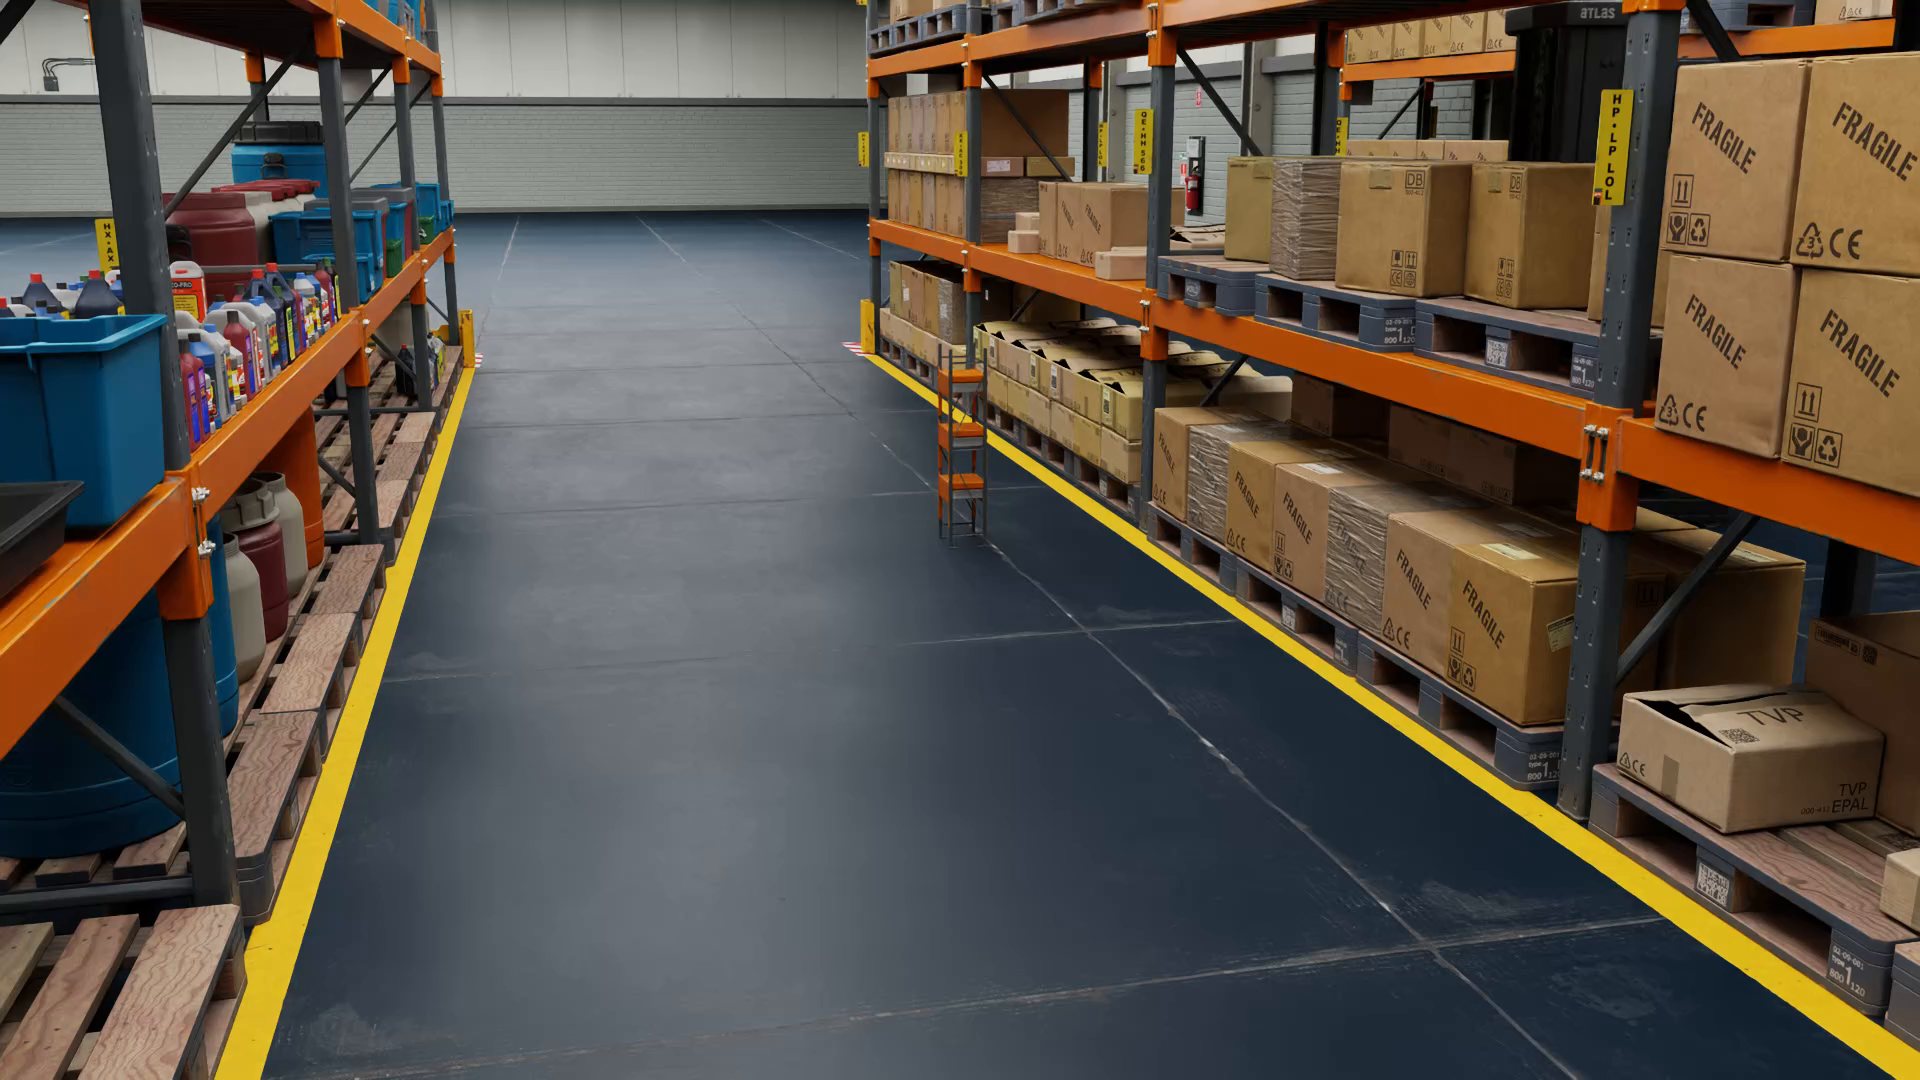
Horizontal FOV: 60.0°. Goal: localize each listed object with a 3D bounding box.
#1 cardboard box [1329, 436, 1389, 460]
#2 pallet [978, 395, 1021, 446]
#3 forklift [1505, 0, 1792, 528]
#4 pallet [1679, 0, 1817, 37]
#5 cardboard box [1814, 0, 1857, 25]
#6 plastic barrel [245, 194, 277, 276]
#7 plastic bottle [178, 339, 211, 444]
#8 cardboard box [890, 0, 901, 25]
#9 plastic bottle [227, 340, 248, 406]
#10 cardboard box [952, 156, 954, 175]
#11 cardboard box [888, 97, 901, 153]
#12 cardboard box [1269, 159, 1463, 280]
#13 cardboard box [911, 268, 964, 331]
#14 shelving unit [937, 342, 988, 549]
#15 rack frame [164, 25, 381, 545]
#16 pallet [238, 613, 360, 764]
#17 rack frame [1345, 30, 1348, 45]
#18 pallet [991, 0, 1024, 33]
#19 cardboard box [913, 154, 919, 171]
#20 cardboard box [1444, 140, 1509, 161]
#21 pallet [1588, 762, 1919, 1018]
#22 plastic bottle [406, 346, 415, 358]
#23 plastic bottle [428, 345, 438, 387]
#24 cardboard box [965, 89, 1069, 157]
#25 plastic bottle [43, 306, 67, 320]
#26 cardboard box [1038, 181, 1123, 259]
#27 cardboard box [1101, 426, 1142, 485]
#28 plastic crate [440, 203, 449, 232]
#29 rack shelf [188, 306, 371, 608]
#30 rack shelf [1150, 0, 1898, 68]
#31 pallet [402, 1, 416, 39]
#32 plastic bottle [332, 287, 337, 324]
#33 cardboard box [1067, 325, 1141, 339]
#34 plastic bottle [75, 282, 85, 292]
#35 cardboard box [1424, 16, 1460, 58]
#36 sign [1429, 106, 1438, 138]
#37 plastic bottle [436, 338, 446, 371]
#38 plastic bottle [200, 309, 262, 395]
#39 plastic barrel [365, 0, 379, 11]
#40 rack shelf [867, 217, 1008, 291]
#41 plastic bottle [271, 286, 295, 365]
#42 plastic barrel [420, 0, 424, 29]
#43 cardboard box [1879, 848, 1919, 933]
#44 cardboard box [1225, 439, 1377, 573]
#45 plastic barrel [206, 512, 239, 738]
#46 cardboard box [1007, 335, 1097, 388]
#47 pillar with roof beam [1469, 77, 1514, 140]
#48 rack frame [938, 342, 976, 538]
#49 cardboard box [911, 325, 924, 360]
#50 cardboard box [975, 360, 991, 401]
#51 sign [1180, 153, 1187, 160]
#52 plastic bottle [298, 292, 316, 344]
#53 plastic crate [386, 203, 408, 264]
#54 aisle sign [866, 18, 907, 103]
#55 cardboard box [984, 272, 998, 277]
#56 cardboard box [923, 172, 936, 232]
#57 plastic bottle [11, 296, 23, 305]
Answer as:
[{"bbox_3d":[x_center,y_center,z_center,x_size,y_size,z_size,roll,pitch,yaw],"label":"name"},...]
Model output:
[{"bbox_3d":[2.054,-0.202,7.773,0.500,0.500,0.500,-4,14,-15],"label":"cardboard box"},{"bbox_3d":[0.756,-0.925,12.268,1.003,0.211,1.213,-3,14,-13],"label":"pallet"},{"bbox_3d":[3.883,-1.619,9.380,3.031,2.935,1.130,0,14,0],"label":"forklift"},{"bbox_3d":[5.647,-3.703,11.838,1.213,0.211,1.003,-3,14,-13],"label":"pallet"},{"bbox_3d":[6.084,-3.623,10.855,0.797,0.503,0.637,-1,14,-5],"label":"cardboard box"},{"bbox_3d":[-3.780,-1.529,8.630,0.421,0.512,0.421,0,14,0],"label":"plastic barrel"},{"bbox_3d":[-2.094,-0.409,4.527,0.061,0.283,0.133,-3,14,-13],"label":"plastic bottle"},{"bbox_3d":[-0.263,-5.017,15.423,0.797,0.503,0.637,-2,14,-9],"label":"cardboard box"},{"bbox_3d":[-2.262,-0.516,5.136,0.097,0.201,0.097,0,14,0],"label":"plastic bottle"},{"bbox_3d":[0.153,-2.979,13.224,0.380,0.149,0.250,-4,14,-15],"label":"cardboard box"},{"bbox_3d":[-0.285,-3.928,15.742,0.700,0.500,0.500,-3,14,-13],"label":"cardboard box"},{"bbox_3d":[1.771,-1.417,7.309,0.700,0.500,0.500,-1,14,-3],"label":"cardboard box"},{"bbox_3d":[-0.135,-2.120,14.614,0.500,0.500,0.500,-3,14,-13],"label":"cardboard box"},{"bbox_3d":[0.013,-0.498,8.752,0.215,1.050,0.252,-3,14,-13],"label":"shelving unit"},{"bbox_3d":[-3.331,-1.249,7.720,1.000,3.000,0.127,-3,14,-13],"label":"rack frame"},{"bbox_3d":[-2.822,0.566,6.167,1.003,0.211,1.213,-3,14,-13],"label":"pallet"},{"bbox_3d":[4.420,-6.561,16.823,1.000,3.000,0.127,-3,14,-13],"label":"rack frame"},{"bbox_3d":[0.765,-3.609,11.461,0.805,0.209,1.217,-4,14,-15],"label":"pallet"},{"bbox_3d":[-0.207,-3.334,14.677,0.380,0.149,0.250,-3,14,-14],"label":"cardboard box"},{"bbox_3d":[4.717,-3.349,15.008,0.500,0.500,0.500,-4,14,-15],"label":"cardboard box"},{"bbox_3d":[2.584,0.911,4.752,1.003,0.211,1.213,-3,14,-13],"label":"pallet"},{"bbox_3d":[-4.339,-1.400,13.148,0.152,0.276,0.135,-3,14,-13],"label":"plastic bottle"},{"bbox_3d":[-4.101,-1.352,12.795,0.144,0.351,0.185,-4,14,-16],"label":"plastic bottle"},{"bbox_3d":[0.435,-3.228,12.876,0.700,0.500,0.500,-3,14,-13],"label":"cardboard box"},{"bbox_3d":[-2.972,-0.633,5.470,0.097,0.271,0.097,0,14,0],"label":"plastic bottle"},{"bbox_3d":[0.833,-2.196,11.386,0.500,0.500,0.500,-2,14,-9],"label":"cardboard box"},{"bbox_3d":[1.124,-0.501,9.565,0.500,0.250,0.500,-3,14,-12],"label":"cardboard box"},{"bbox_3d":[-4.655,-2.774,14.273,0.499,0.251,0.408,-3,14,-13],"label":"plastic crate"},{"bbox_3d":[-2.861,-0.438,5.917,1.077,0.370,4.000,-3,14,-13],"label":"rack shelf"},{"bbox_3d":[1.954,-2.171,6.688,1.077,0.370,4.000,-3,14,-13],"label":"rack shelf"},{"bbox_3d":[-4.535,-3.699,11.823,1.213,0.211,1.003,-3,14,-13],"label":"pallet"},{"bbox_3d":[-2.812,-1.056,7.346,0.097,0.201,0.097,0,14,0],"label":"plastic bottle"},{"bbox_3d":[1.047,-1.391,12.027,0.500,0.311,0.500,-3,14,-12],"label":"cardboard box"},{"bbox_3d":[-3.349,-0.850,6.357,0.097,0.271,0.097,0,14,0],"label":"plastic bottle"},{"bbox_3d":[4.619,-4.704,15.286,0.500,0.500,0.500,-2,14,-10],"label":"cardboard box"},{"bbox_3d":[4.964,-4.389,17.468,0.100,0.325,0.005,-3,14,-13],"label":"sign"},{"bbox_3d":[-4.320,-1.527,13.667,0.152,0.276,0.135,-3,14,-13],"label":"plastic bottle"},{"bbox_3d":[-2.348,-0.608,5.356,0.152,0.276,0.135,-3,14,-13],"label":"plastic bottle"},{"bbox_3d":[-3.633,-3.466,9.416,0.600,0.901,0.708,-3,14,-13],"label":"plastic barrel"},{"bbox_3d":[0.075,-2.559,14.598,1.077,0.370,4.000,-3,14,-13],"label":"rack shelf"},{"bbox_3d":[-2.478,-0.786,6.070,0.061,0.283,0.133,-3,14,-13],"label":"plastic bottle"},{"bbox_3d":[-4.972,-4.860,14.388,0.600,0.830,0.708,-3,14,-13],"label":"plastic barrel"},{"bbox_3d":[2.525,0.869,4.094,0.380,0.166,0.250,-3,14,-13],"label":"cardboard box"},{"bbox_3d":[1.555,-0.167,7.629,0.500,0.500,0.500,-3,14,-14],"label":"cardboard box"},{"bbox_3d":[-2.669,0.199,5.329,0.600,0.901,0.708,-3,14,-13],"label":"plastic barrel"},{"bbox_3d":[0.635,-1.244,11.425,0.500,0.311,0.500,-4,14,-15],"label":"cardboard box"},{"bbox_3d":[1.241,-6.208,15.377,9.100,9.000,0.400,-3,14,-13],"label":"pillar with roof beam"},{"bbox_3d":[-0.016,-0.526,8.867,0.200,1.050,0.008,-3,14,-13],"label":"rack frame"},{"bbox_3d":[-0.134,-1.756,14.704,0.500,0.250,0.500,-3,14,-13],"label":"cardboard box"},{"bbox_3d":[0.399,-1.209,12.463,0.500,0.250,0.500,-4,14,-15],"label":"cardboard box"},{"bbox_3d":[3.436,-5.897,25.551,0.001,0.109,0.331,-3,14,-13],"label":"sign"},{"bbox_3d":[-2.644,-0.890,6.669,0.097,0.201,0.097,0,14,0],"label":"plastic bottle"},{"bbox_3d":[-3.709,-1.927,10.529,0.392,0.384,0.575,-3,14,-13],"label":"plastic crate"},{"bbox_3d":[-0.707,-4.631,16.085,0.394,0.787,0.004,-3,14,-13],"label":"aisle sign"},{"bbox_3d":[0.506,-2.035,14.265,0.500,0.500,0.500,-3,14,-13],"label":"cardboard box"},{"bbox_3d":[0.069,-2.953,14.484,0.700,0.500,0.500,-3,14,-11],"label":"cardboard box"},{"bbox_3d":[-3.188,-0.679,5.631,0.061,0.283,0.133,-3,14,-13],"label":"plastic bottle"}]
